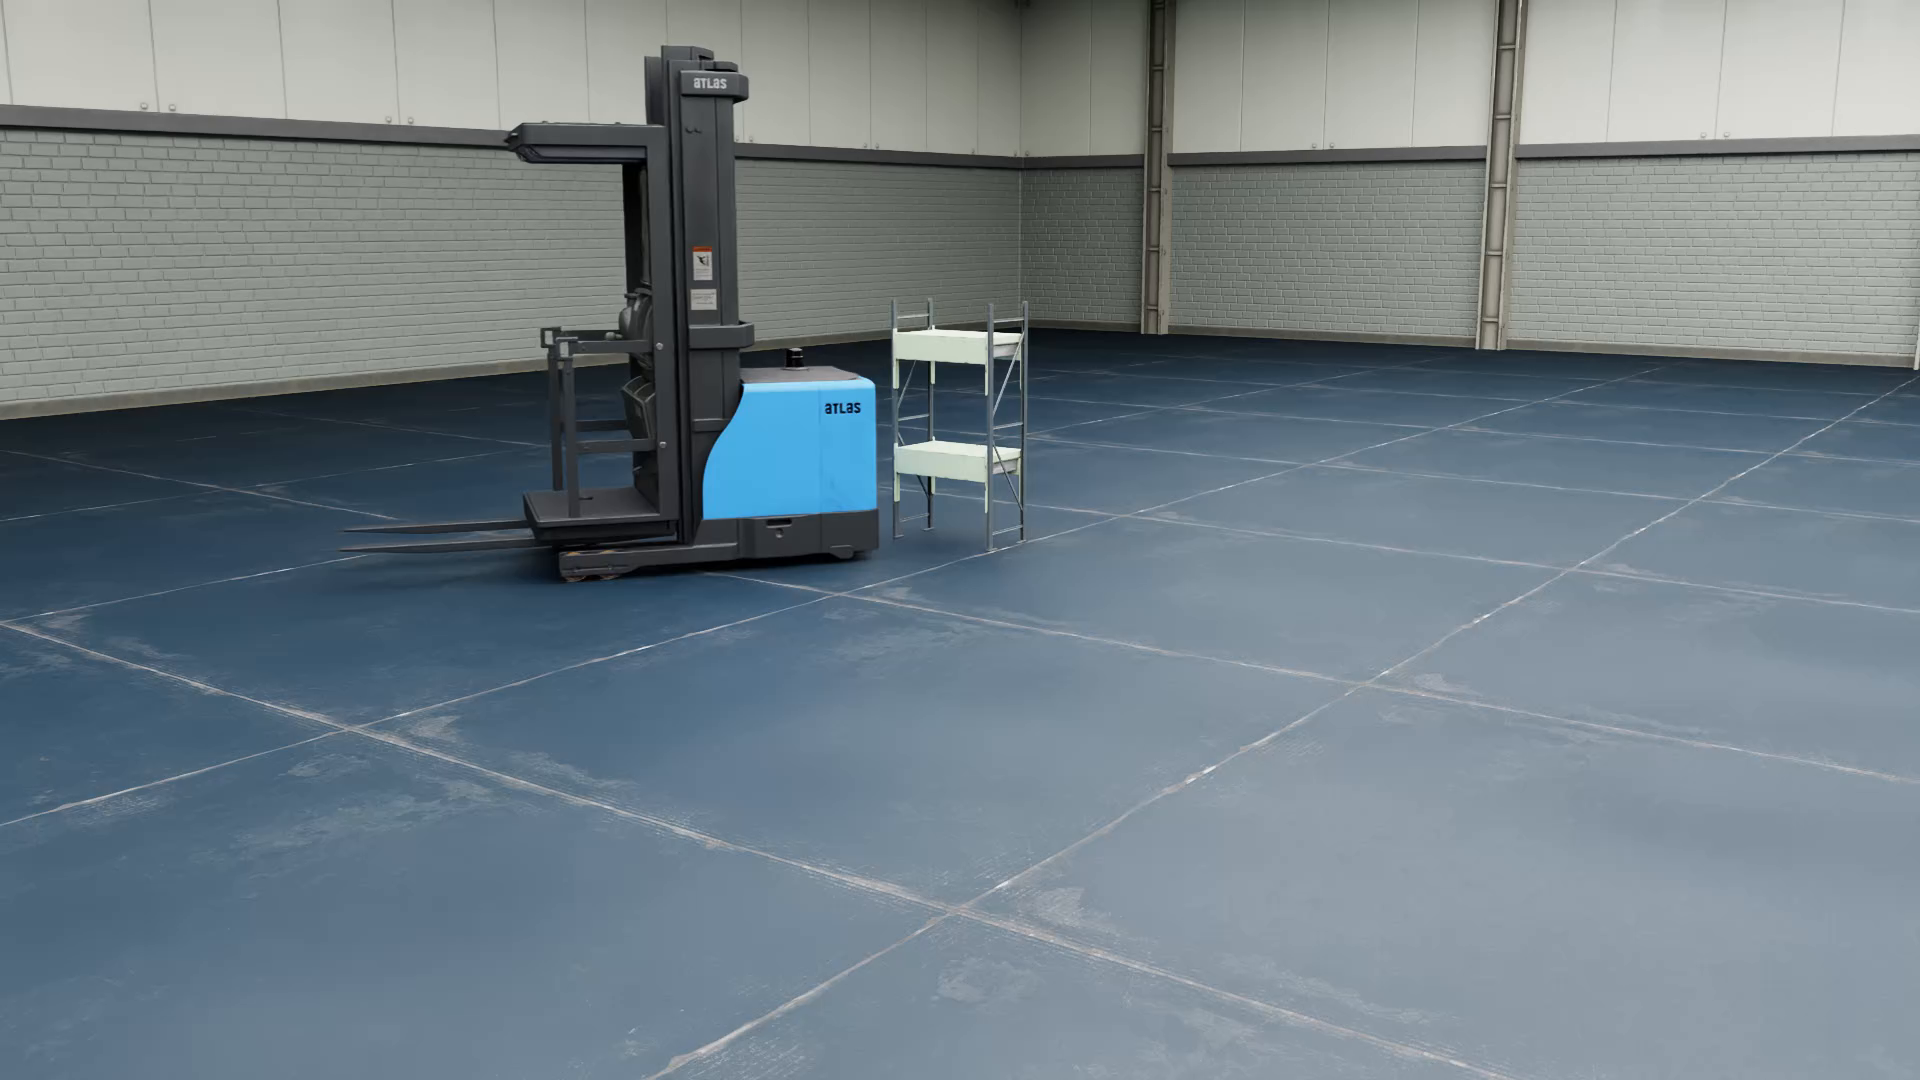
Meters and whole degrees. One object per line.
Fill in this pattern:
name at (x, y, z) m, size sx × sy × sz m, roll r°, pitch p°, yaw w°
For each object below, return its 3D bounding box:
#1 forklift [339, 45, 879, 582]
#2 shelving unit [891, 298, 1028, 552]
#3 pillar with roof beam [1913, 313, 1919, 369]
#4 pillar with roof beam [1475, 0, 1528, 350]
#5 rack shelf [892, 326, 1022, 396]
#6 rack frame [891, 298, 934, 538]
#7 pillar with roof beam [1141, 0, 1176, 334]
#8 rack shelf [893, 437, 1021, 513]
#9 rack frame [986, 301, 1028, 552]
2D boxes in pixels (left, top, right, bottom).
forklift at (-2.057, -1.317, 9.619) m, size 3.031 × 2.935 × 1.130 m, roll -4°, pitch 12°, yaw -18°
shelving unit at (-0.005, -0.737, 10.391) m, size 0.755 × 1.500 × 0.431 m, roll 8°, pitch 13°, yaw 36°
pillar with roof beam at (10.566, -6.063, 18.179) m, size 0.400 × 9.000 × 9.100 m, roll 8°, pitch 13°, yaw 36°
pillar with roof beam at (5.730, -6.738, 21.666) m, size 0.400 × 9.000 × 9.100 m, roll 8°, pitch 13°, yaw 36°
rack shelf at (-0.005, -1.120, 10.317) m, size 0.720 × 0.370 × 0.431 m, roll 8°, pitch 13°, yaw 36°
rack frame at (-0.300, -0.778, 10.604) m, size 0.023 × 1.500 × 0.400 m, roll 8°, pitch 13°, yaw 36°
pillar with roof beam at (0.894, -7.412, 25.153) m, size 0.400 × 9.000 × 9.100 m, roll 8°, pitch 13°, yaw 36°
rack shelf at (-0.005, -0.417, 10.453) m, size 0.720 × 0.370 × 0.431 m, roll 8°, pitch 13°, yaw 36°
rack frame at (0.290, -0.696, 10.178) m, size 0.023 × 1.500 × 0.400 m, roll 8°, pitch 13°, yaw 36°
